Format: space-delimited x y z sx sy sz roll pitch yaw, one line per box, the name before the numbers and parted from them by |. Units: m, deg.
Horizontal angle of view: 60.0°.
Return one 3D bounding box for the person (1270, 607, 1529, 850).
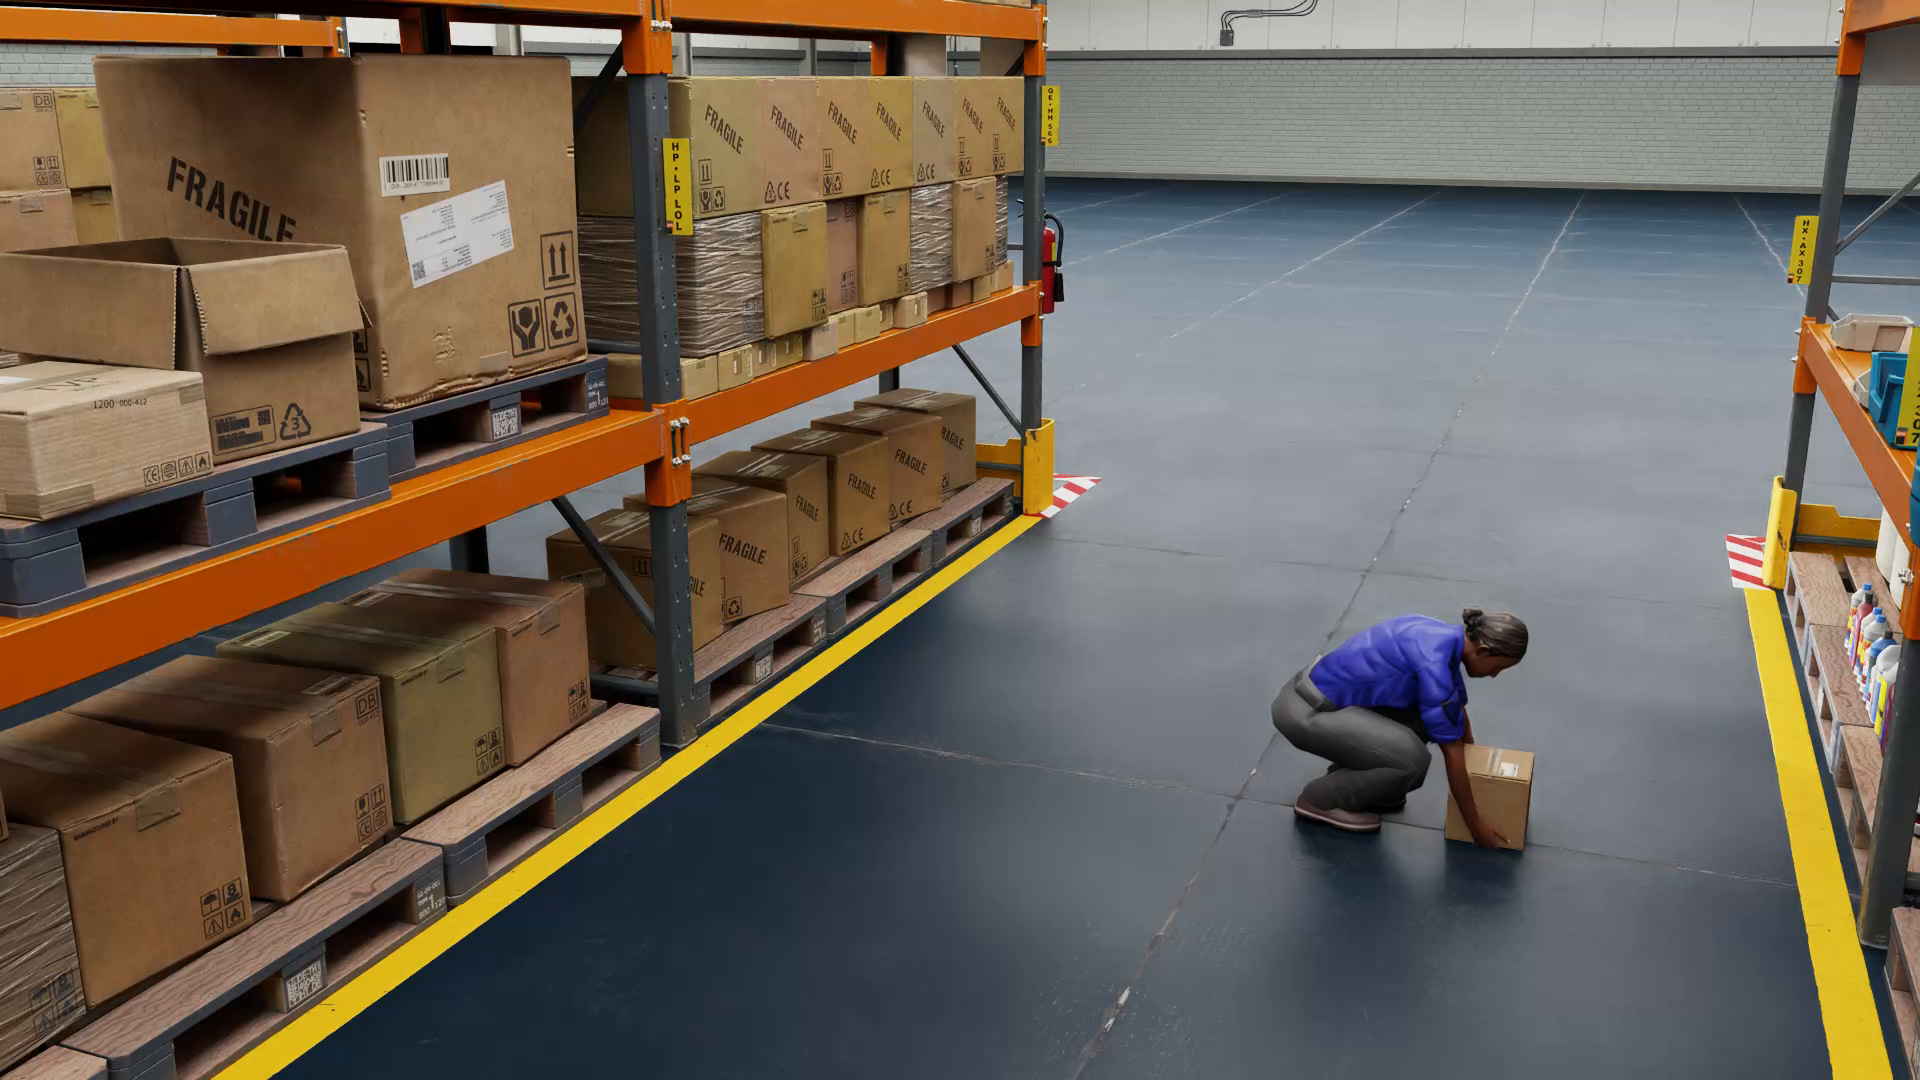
person | 1.472 0.605 5.626 0.813 0.814 0.471 6 17 21
